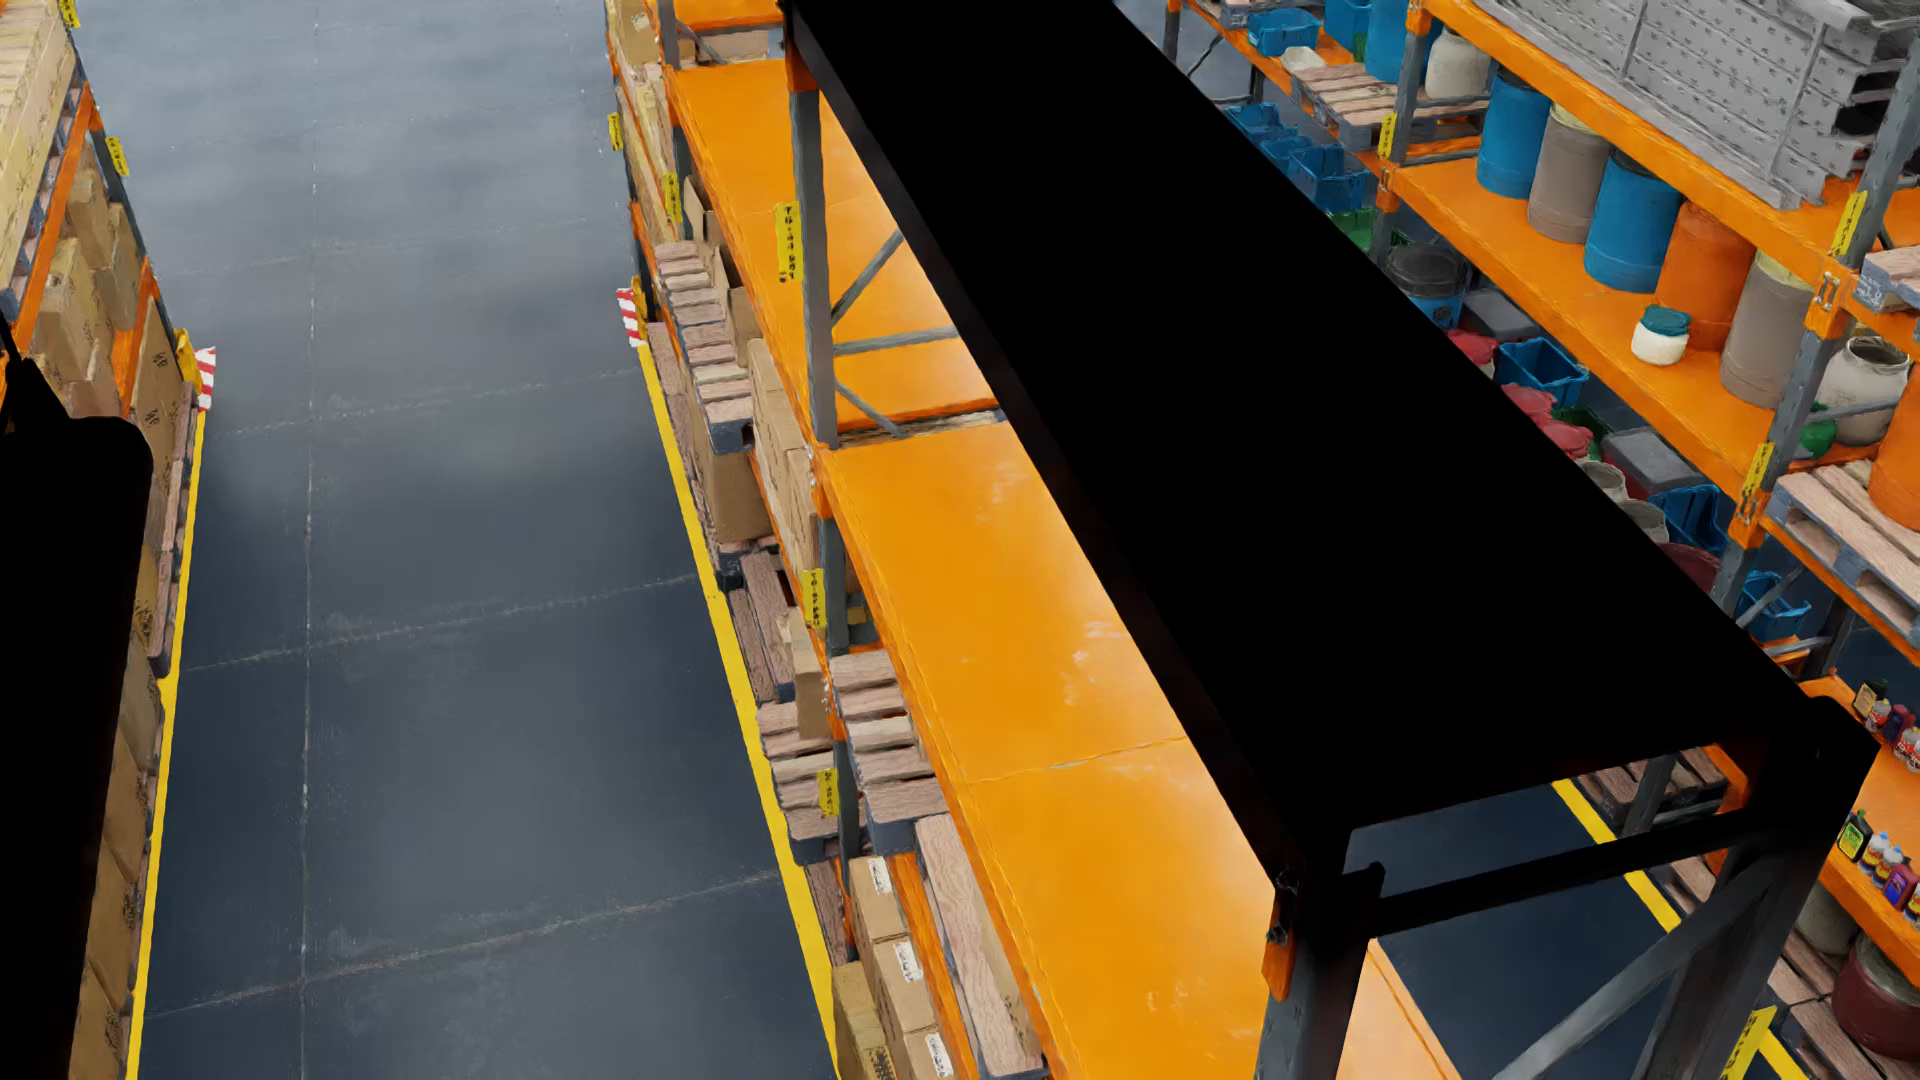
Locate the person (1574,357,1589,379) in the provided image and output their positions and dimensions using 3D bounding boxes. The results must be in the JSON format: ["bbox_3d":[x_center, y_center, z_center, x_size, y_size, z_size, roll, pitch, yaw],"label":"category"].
[{"bbox_3d":[5.199,-2.264,14.353,0.479,1.615,0.994,-16,41,-19],"label":"person"}]
